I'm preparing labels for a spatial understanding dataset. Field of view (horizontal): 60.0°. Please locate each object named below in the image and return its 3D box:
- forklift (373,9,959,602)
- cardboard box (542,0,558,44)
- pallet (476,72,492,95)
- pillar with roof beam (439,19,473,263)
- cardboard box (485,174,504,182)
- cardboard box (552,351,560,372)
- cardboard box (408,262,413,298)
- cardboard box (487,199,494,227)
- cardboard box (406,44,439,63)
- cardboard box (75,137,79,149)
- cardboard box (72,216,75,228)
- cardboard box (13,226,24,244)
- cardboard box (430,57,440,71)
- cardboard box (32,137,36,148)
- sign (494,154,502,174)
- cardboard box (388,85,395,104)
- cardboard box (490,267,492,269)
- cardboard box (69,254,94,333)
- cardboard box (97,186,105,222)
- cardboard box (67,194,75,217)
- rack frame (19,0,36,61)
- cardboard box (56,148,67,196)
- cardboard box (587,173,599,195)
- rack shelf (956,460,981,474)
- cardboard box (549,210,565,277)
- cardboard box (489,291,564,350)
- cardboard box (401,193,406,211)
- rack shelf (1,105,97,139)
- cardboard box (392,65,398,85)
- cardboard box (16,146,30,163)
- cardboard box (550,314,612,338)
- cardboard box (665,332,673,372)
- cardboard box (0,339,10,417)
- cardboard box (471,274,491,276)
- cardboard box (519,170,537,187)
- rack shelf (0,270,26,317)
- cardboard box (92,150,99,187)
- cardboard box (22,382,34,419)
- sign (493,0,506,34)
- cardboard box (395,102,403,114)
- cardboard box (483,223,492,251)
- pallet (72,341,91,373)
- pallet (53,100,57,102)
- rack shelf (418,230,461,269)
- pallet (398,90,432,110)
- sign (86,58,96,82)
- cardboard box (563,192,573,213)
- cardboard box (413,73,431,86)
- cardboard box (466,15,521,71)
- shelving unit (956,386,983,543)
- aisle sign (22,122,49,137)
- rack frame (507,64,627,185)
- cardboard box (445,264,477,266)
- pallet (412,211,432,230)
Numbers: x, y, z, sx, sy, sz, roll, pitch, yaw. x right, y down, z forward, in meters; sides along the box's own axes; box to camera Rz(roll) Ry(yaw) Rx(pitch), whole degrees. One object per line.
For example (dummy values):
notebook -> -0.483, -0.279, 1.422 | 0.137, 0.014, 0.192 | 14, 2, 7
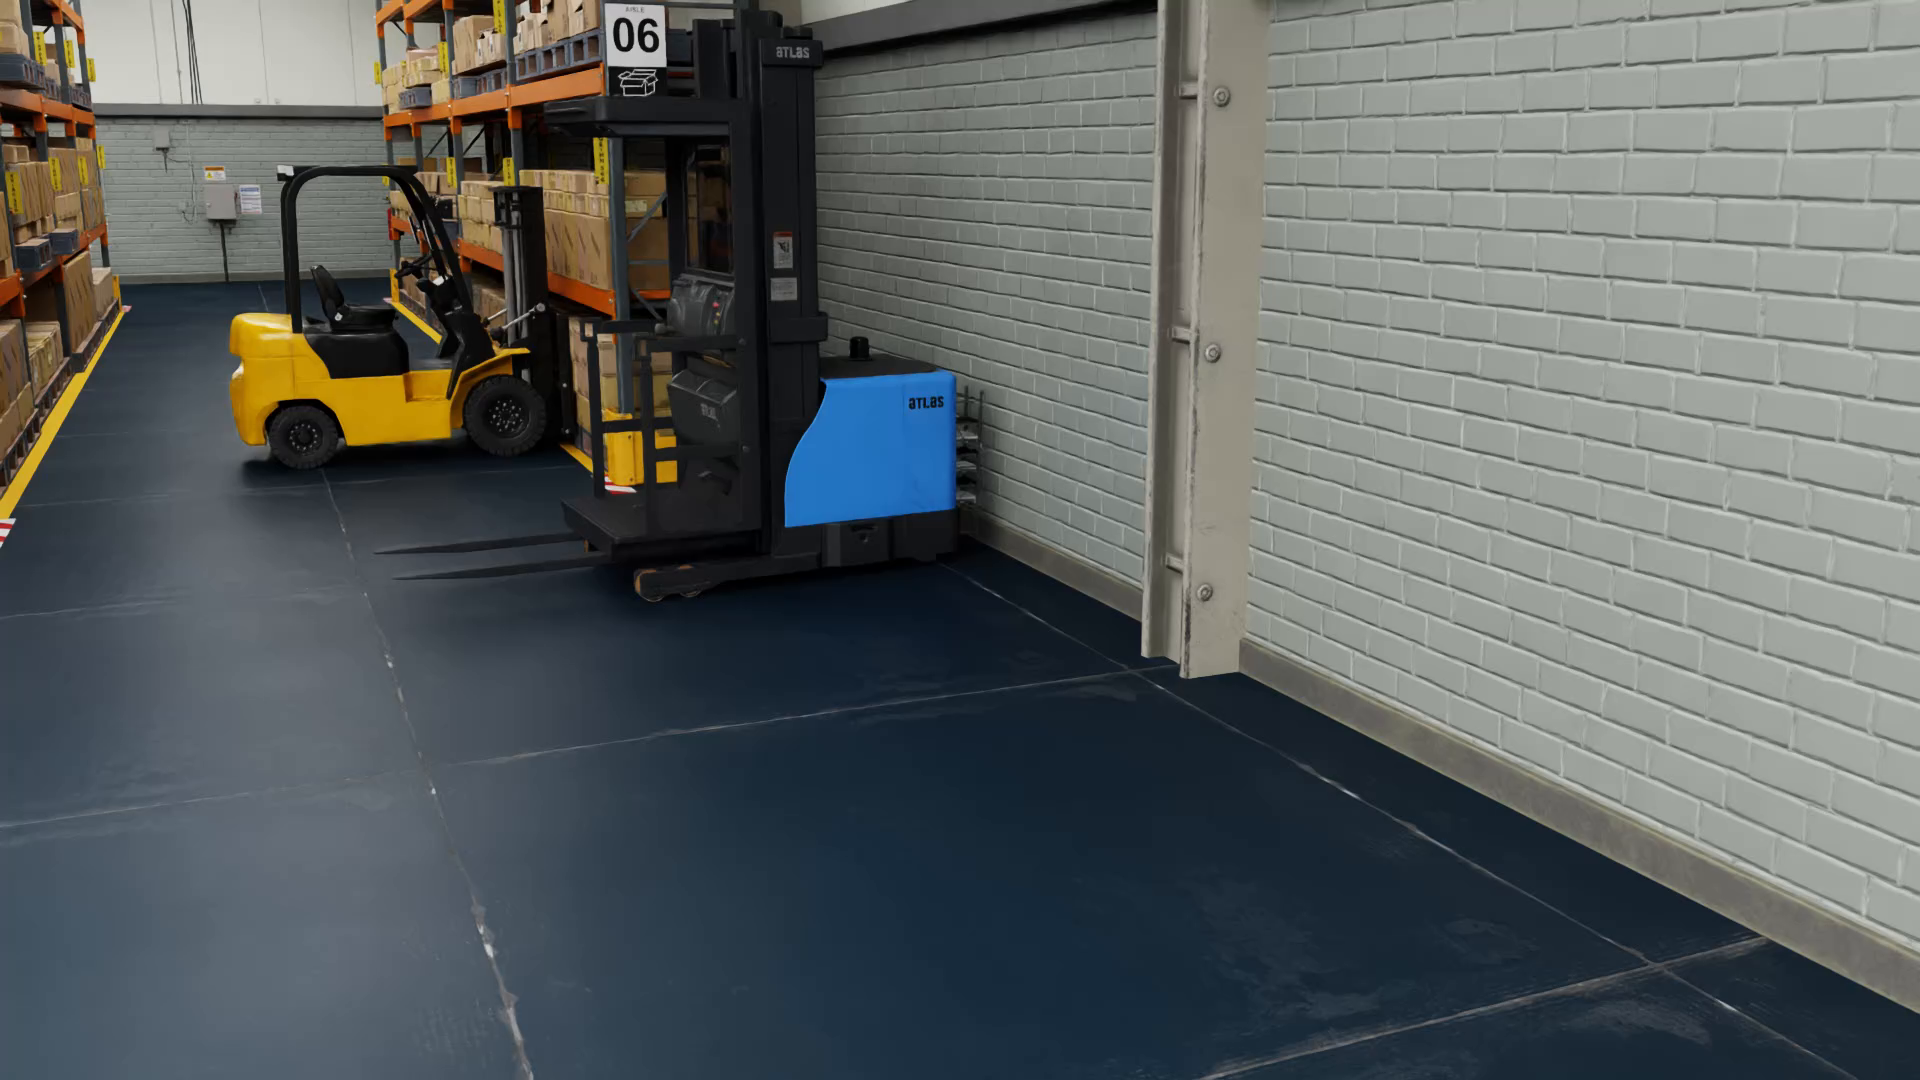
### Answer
forklift -> -1.556, -1.247, 8.757 | 3.031, 2.935, 1.130 | -7, 15, -27
cardboard box -> -2.823, -4.104, 12.915 | 0.797, 0.503, 0.637 | -5, 14, -21
pallet -> -4.305, -4.584, 16.790 | 1.003, 0.211, 1.213 | -5, 14, -20
pillar with roof beam -> -12.513, -8.403, 26.218 | 9.100, 9.000, 0.400 | -6, 14, -23
cardboard box -> -5.172, -3.951, 19.137 | 0.500, 0.500, 0.500 | -5, 14, -20
cardboard box -> -3.000, -1.419, 13.405 | 0.500, 0.250, 0.500 | -6, 14, -23
cardboard box -> -7.729, -3.784, 24.178 | 0.500, 0.500, 0.500 | -5, 14, -22
cardboard box -> -4.350, -3.212, 16.318 | 0.500, 0.250, 0.500 | -5, 14, -22
cardboard box -> -6.911, -6.249, 21.392 | 0.396, 0.266, 0.258 | -6, 14, -24
cardboard box -> -11.449, -5.053, 21.171 | 0.380, 0.149, 0.250 | -6, 14, -23
cardboard box -> -10.460, -3.601, 19.107 | 0.500, 0.250, 0.500 | -6, 14, -24
cardboard box -> -7.986, -2.527, 13.761 | 0.380, 0.149, 0.250 | -5, 14, -22
cardboard box -> -6.038, -5.617, 19.625 | 0.380, 0.149, 0.250 | -6, 14, -23
cardboard box -> -11.770, -4.958, 20.763 | 0.380, 0.149, 0.250 | -6, 14, -23
sign -> -6.205, -5.019, 22.335 | 0.100, 0.325, 0.005 | -6, 14, -23
cardboard box -> -7.971, -6.437, 24.051 | 0.500, 0.250, 0.500 | -6, 14, -25
cardboard box -> -5.669, -3.338, 20.814 | 0.380, 0.149, 0.250 | -6, 14, -25
cardboard box -> -10.568, -2.817, 19.172 | 0.875, 0.875, 0.875 | -5, 14, -21
cardboard box -> -12.425, -4.754, 23.537 | 0.500, 0.500, 0.500 | -6, 14, -23
cardboard box -> -10.218, -3.743, 18.613 | 0.500, 0.250, 0.500 | -5, 14, -22
rack frame -> -9.656, -6.051, 16.058 | 1.000, 3.000, 0.127 | -6, 14, -23
cardboard box -> -10.030, -3.998, 18.053 | 0.500, 0.500, 0.500 | -5, 14, -21
cardboard box -> -2.498, -2.589, 12.084 | 0.380, 0.149, 0.250 | -5, 14, -22
rack shelf -> -0.036, -0.409, 9.764 | 0.258, 0.077, 0.200 | -4, 14, -25
cardboard box -> -2.959, -2.368, 13.228 | 0.500, 0.500, 0.500 | -6, 14, -23
cardboard box -> -4.333, -2.222, 17.152 | 0.875, 0.625, 0.625 | -6, 14, -25
cardboard box -> -7.747, -4.872, 23.940 | 0.500, 0.250, 0.500 | -6, 14, -24
rack shelf -> -12.060, -5.479, 21.833 | 1.077, 0.370, 4.000 | -6, 14, -23
cardboard box -> -7.753, -6.579, 23.555 | 0.500, 0.250, 0.500 | -5, 14, -21
cardboard box -> -8.742, -3.530, 15.219 | 0.380, 0.149, 0.250 | -6, 14, -26
cardboard box -> -2.992, -1.657, 13.328 | 0.500, 0.250, 0.500 | -6, 14, -24
cardboard box -> -1.924, -1.393, 12.186 | 0.500, 0.250, 0.500 | -6, 14, -24
cardboard box -> -6.938, -1.114, 11.536 | 0.500, 0.500, 0.500 | -5, 14, -22
cardboard box -> -5.677, -3.013, 19.410 | 0.380, 0.149, 0.250 | -6, 15, -26
cardboard box -> -3.651, -3.168, 14.586 | 0.380, 0.149, 0.250 | -5, 14, -22
rack shelf -> -7.253, -1.538, 11.459 | 1.077, 0.370, 4.000 | -6, 14, -23
cardboard box -> -12.213, -5.134, 22.959 | 0.500, 0.500, 0.500 | -6, 14, -23
cardboard box -> -7.571, -1.069, 13.003 | 0.500, 0.250, 0.500 | -5, 14, -20
sign -> -4.000, -4.567, 14.452 | 0.100, 0.325, 0.005 | -6, 14, -23
cardboard box -> -7.770, -6.106, 23.504 | 0.380, 0.149, 0.250 | -5, 14, -22
cardboard box -> -4.540, -3.073, 16.829 | 0.500, 0.250, 0.500 | -5, 14, -21
pallet -> -9.903, -1.940, 17.782 | 1.003, 0.211, 1.213 | -6, 14, -23
pallet -> -10.413, -4.857, 17.969 | 1.003, 0.211, 1.213 | -5, 14, -20
rack shelf -> -5.911, -3.640, 20.541 | 1.077, 0.370, 4.000 | -6, 14, -23
pallet -> -6.515, -5.633, 21.319 | 1.213, 0.211, 1.003 | -6, 14, -23
sign -> -12.358, -6.682, 23.646 | 0.100, 0.325, 0.005 | -6, 14, -23
cardboard box -> -2.837, -2.599, 12.785 | 0.380, 0.149, 0.250 | -6, 14, -23
cardboard box -> -6.545, -5.688, 20.544 | 0.380, 0.149, 0.250 | -6, 14, -24
cardboard box -> -4.635, -4.959, 16.616 | 0.500, 0.500, 0.500 | -5, 14, -22
shelving unit -> -0.035, -0.442, 9.757 | 0.258, 0.900, 0.210 | -4, 14, -25
aisle sign -> -13.155, -6.036, 23.534 | 0.394, 0.787, 0.004 | -6, 14, -23
rack frame -> -3.507, -2.751, 15.104 | 1.000, 3.000, 0.127 | -6, 14, -23
cardboard box -> -6.395, -3.451, 21.302 | 0.380, 0.149, 0.250 | -6, 14, -24
pallet -> -6.492, -4.135, 21.511 | 1.003, 0.211, 1.213 | -6, 14, -23
